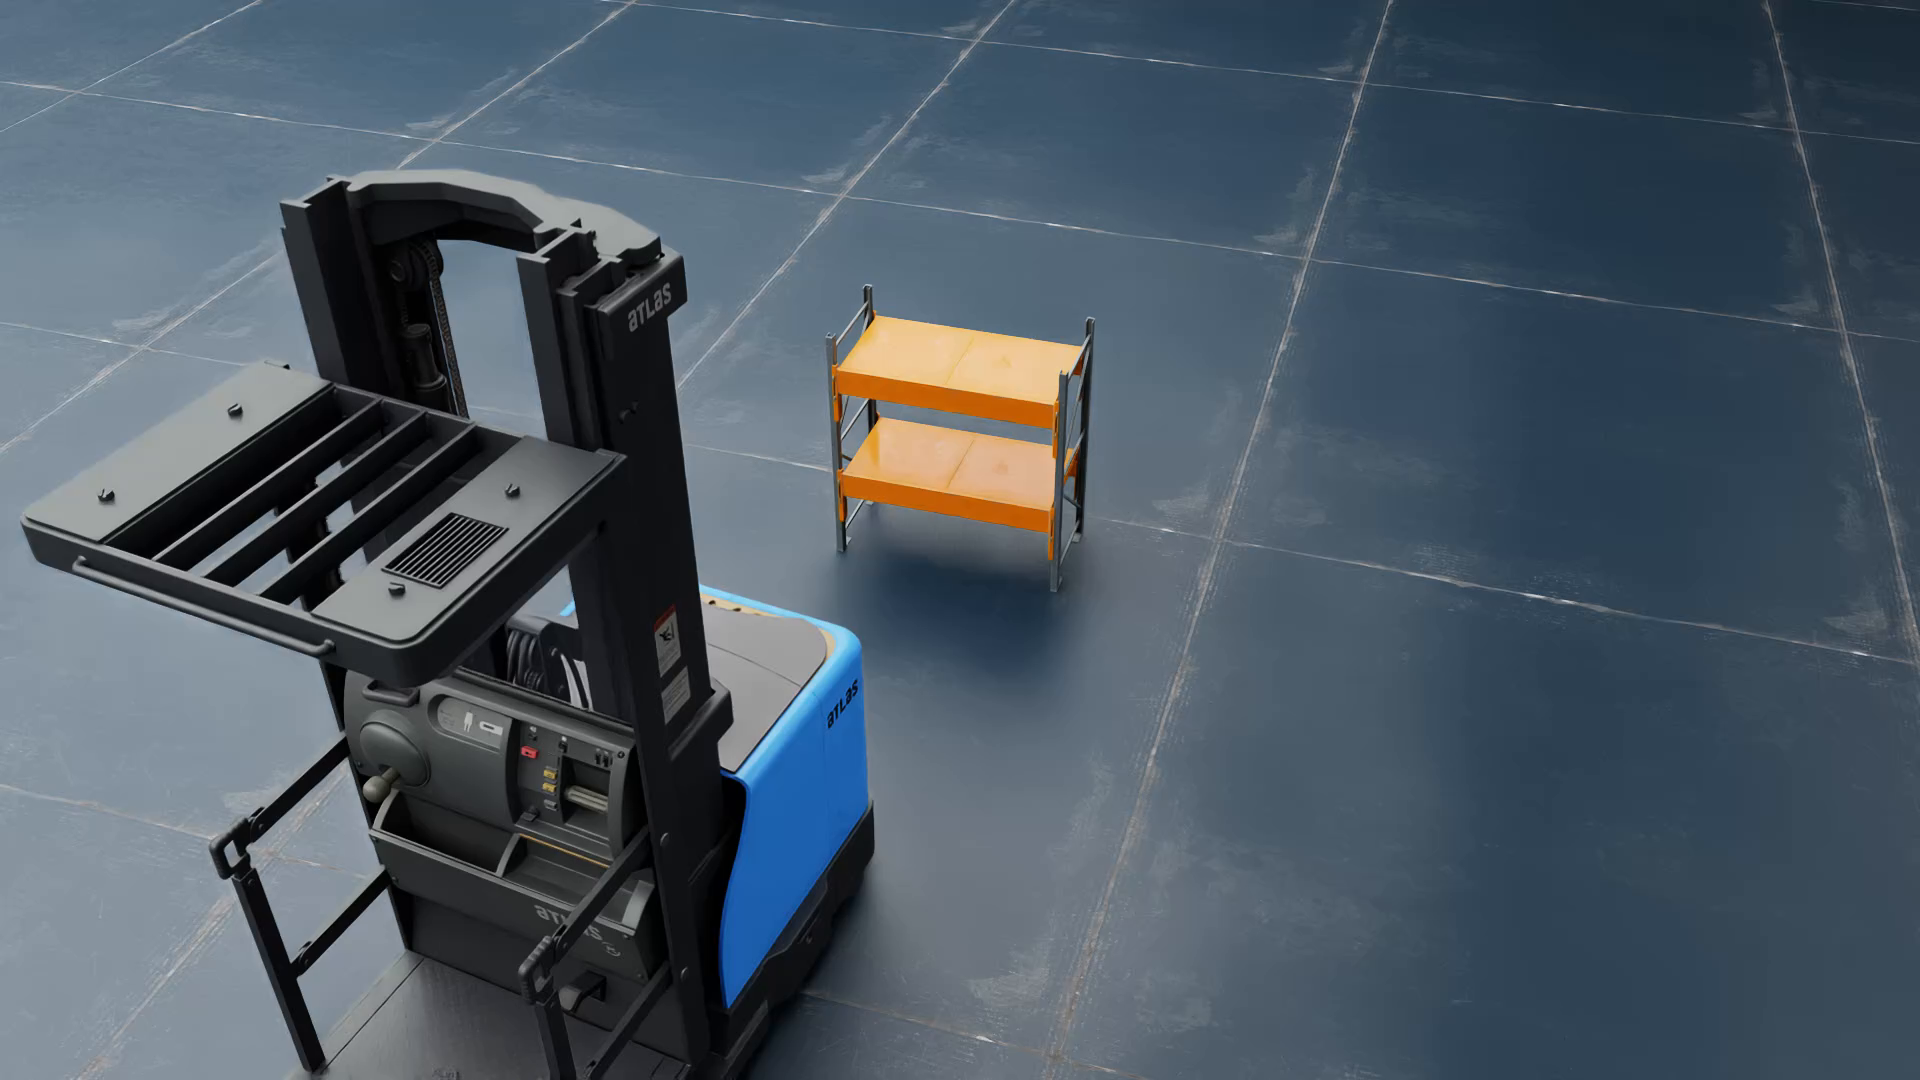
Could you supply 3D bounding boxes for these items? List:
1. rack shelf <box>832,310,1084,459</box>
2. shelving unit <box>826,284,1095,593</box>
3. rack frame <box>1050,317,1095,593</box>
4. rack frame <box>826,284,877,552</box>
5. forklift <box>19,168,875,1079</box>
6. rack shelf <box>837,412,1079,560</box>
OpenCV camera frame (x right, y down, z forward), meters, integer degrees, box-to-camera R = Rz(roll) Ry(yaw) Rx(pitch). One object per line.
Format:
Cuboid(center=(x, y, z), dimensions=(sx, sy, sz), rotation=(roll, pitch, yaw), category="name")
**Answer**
Cuboid(center=(0.006, -0.688, 7.241), dimensions=(1.000, 0.278, 0.538), rotation=(10, 38, 14), category="rack shelf")
Cuboid(center=(0.006, -0.452, 7.415), dimensions=(1.048, 1.125, 0.538), rotation=(10, 38, 14), category="shelving unit")
Cuboid(center=(0.492, -0.362, 7.293), dimensions=(0.032, 1.125, 0.500), rotation=(10, 38, 14), category="rack frame")
Cuboid(center=(-0.479, -0.542, 7.537), dimensions=(0.032, 1.125, 0.500), rotation=(10, 38, 14), category="rack frame")
Cuboid(center=(-1.382, 0.665, 4.375), dimensions=(1.130, 2.935, 3.031), rotation=(15, 39, 19), category="forklift")
Cuboid(center=(0.006, -0.255, 7.560), dimensions=(1.000, 0.278, 0.538), rotation=(10, 38, 14), category="rack shelf")
